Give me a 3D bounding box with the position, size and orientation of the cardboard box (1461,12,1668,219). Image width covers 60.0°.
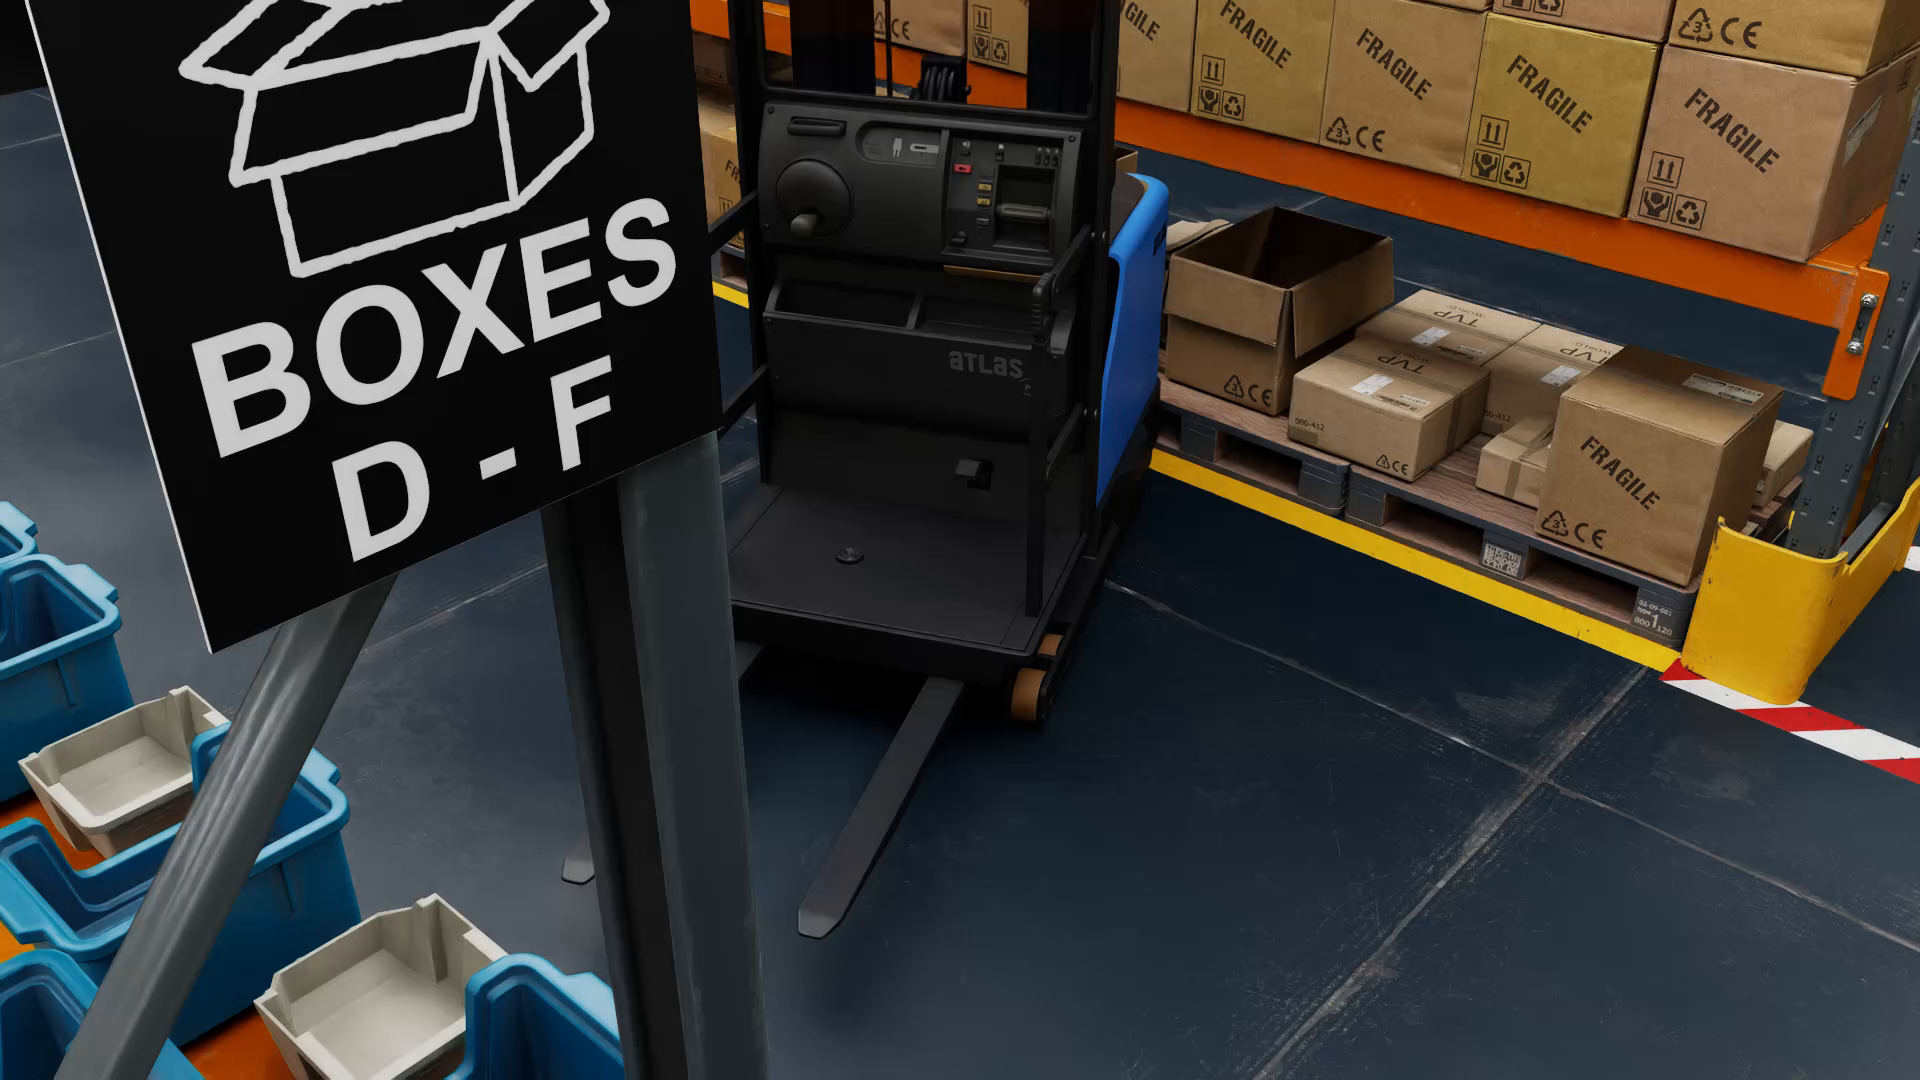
[{"bbox_3d":[1.865,-1.309,4.918,0.500,0.500,0.500,25,39,35],"label":"cardboard box"}]

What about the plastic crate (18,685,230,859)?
[{"bbox_3d":[-1.207,0.355,2.450,0.298,0.136,0.250,25,39,35],"label":"plastic crate"}]

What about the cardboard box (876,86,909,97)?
[{"bbox_3d":[-0.394,-1.799,7.827,0.500,0.500,0.500,23,38,33],"label":"cardboard box"}]

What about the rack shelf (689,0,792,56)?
[{"bbox_3d":[-1.681,-2.805,8.198,4.000,0.370,1.077,25,39,35],"label":"rack shelf"}]

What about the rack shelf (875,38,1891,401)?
[{"bbox_3d":[1.284,-1.421,5.899,4.000,0.370,1.077,25,39,35],"label":"rack shelf"}]

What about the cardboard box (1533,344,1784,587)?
[{"bbox_3d":[2.199,-0.248,5.251,0.500,0.500,0.500,25,39,35],"label":"cardboard box"}]

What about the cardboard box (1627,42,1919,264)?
[{"bbox_3d":[2.252,-1.130,4.622,0.500,0.500,0.500,26,40,36],"label":"cardboard box"}]

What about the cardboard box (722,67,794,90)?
[{"bbox_3d":[-0.797,-1.979,8.127,0.500,0.500,0.500,26,39,36],"label":"cardboard box"}]

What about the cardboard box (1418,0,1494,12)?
[{"bbox_3d":[1.490,-1.909,4.946,0.500,0.500,0.500,26,40,36],"label":"cardboard box"}]

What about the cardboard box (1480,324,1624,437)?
[{"bbox_3d":[2.184,-0.517,5.939,0.500,0.250,0.500,25,39,35],"label":"cardboard box"}]

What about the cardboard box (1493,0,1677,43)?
[{"bbox_3d":[1.877,-1.731,4.651,0.500,0.500,0.500,26,40,36],"label":"cardboard box"}]

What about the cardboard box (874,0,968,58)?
[{"bbox_3d":[-0.004,-2.183,6.371,0.500,0.500,0.500,26,40,36],"label":"cardboard box"}]

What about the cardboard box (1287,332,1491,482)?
[{"bbox_3d":[1.514,-0.481,5.881,0.500,0.250,0.500,25,39,35],"label":"cardboard box"}]

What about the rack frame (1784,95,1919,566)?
[{"bbox_3d":[2.767,-1.037,4.564,0.127,3.000,1.000,25,39,35],"label":"rack frame"}]

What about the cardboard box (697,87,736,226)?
[{"bbox_3d":[-1.118,-1.774,7.786,0.500,0.500,0.500,25,39,35],"label":"cardboard box"}]

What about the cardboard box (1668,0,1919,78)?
[{"bbox_3d":[2.253,-1.557,4.361,0.500,0.500,0.500,25,39,35],"label":"cardboard box"}]

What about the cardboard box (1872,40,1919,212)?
[{"bbox_3d":[2.615,-1.334,4.960,0.500,0.500,0.500,26,40,36],"label":"cardboard box"}]

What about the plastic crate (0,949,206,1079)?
[{"bbox_3d":[-0.933,0.771,1.469,0.499,0.435,0.616,25,39,35],"label":"plastic crate"}]

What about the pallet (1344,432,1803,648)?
[{"bbox_3d":[2.119,-0.144,5.784,1.213,0.211,1.003,25,39,35],"label":"pallet"}]

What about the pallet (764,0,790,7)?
[{"bbox_3d":[-0.718,-2.657,7.441,1.213,0.211,1.003,25,39,35],"label":"pallet"}]

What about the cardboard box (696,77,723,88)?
[{"bbox_3d":[-1.162,-2.155,8.419,0.500,0.500,0.500,26,39,36],"label":"cardboard box"}]

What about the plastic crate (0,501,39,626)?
[{"bbox_3d":[-1.720,0.131,2.728,0.300,0.233,0.416,25,39,35],"label":"plastic crate"}]

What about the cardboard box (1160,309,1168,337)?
[{"bbox_3d":[0.615,-0.872,6.611,0.250,0.166,0.380,25,39,35],"label":"cardboard box"}]

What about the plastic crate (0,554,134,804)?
[{"bbox_3d":[-1.498,0.235,2.555,0.300,0.233,0.416,25,39,35],"label":"plastic crate"}]

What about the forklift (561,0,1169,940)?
[{"bbox_3d":[-0.185,-0.949,4.484,1.130,2.935,3.031,9,32,15],"label":"forklift"}]

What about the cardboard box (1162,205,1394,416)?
[{"bbox_3d":[1.198,-0.892,6.317,0.637,0.503,0.797,25,39,35],"label":"cardboard box"}]

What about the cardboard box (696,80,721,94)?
[{"bbox_3d":[-1.489,-1.948,8.074,0.500,0.500,0.500,26,39,36],"label":"cardboard box"}]

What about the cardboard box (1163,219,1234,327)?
[{"bbox_3d":[0.970,-1.109,6.865,0.500,0.311,0.500,25,39,35],"label":"cardboard box"}]

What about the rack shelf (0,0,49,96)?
[{"bbox_3d":[-2.042,-0.813,1.981,4.000,0.370,1.077,25,39,35],"label":"rack shelf"}]

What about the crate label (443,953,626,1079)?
[{"bbox_3d":[-0.522,0.691,1.798,0.303,0.233,0.416,25,39,35],"label":"crate label"}]

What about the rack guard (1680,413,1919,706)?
[{"bbox_3d":[2.711,0.008,5.252,0.348,0.500,1.175,25,39,35],"label":"rack guard"}]

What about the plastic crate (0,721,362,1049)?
[{"bbox_3d":[-1.010,0.463,2.176,0.300,0.233,0.416,25,39,35],"label":"plastic crate"}]

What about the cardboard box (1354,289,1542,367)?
[{"bbox_3d":[1.813,-0.690,6.227,0.500,0.250,0.500,25,39,35],"label":"cardboard box"}]

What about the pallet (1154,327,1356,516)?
[{"bbox_3d":[1.219,-0.566,6.486,1.213,0.211,1.003,25,39,35],"label":"pallet"}]

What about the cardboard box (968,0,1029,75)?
[{"bbox_3d":[0.378,-2.007,6.079,0.500,0.500,0.500,26,40,36],"label":"cardboard box"}]

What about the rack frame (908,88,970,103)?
[{"bbox_3d":[-0.199,-2.421,6.863,0.127,3.000,1.000,25,39,35],"label":"rack frame"}]

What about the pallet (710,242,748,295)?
[{"bbox_3d":[-0.827,-1.493,8.026,1.213,0.211,1.003,25,39,35],"label":"pallet"}]

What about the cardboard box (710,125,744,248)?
[{"bbox_3d":[-0.757,-1.600,7.496,0.500,0.500,0.500,25,39,35],"label":"cardboard box"}]

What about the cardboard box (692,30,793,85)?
[{"bbox_3d":[-1.135,-2.466,8.209,0.500,0.250,0.500,25,39,35],"label":"cardboard box"}]

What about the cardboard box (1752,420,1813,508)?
[{"bbox_3d":[2.687,-0.280,5.644,0.250,0.149,0.380,25,39,35],"label":"cardboard box"}]

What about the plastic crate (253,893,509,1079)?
[{"bbox_3d":[-0.704,0.590,2.060,0.298,0.136,0.250,25,39,35],"label":"plastic crate"}]

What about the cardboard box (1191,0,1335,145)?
[{"bbox_3d":[1.126,-1.658,5.498,0.500,0.500,0.500,24,39,34],"label":"cardboard box"}]

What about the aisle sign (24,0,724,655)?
[{"bbox_3d":[-0.307,-0.346,0.896,0.004,0.787,0.394,25,39,35],"label":"aisle sign"}]

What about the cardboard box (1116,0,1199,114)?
[{"bbox_3d":[0.748,-1.833,5.790,0.500,0.500,0.500,25,39,35],"label":"cardboard box"}]

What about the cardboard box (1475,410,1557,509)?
[{"bbox_3d":[1.959,-0.280,5.627,0.250,0.166,0.380,25,39,35],"label":"cardboard box"}]

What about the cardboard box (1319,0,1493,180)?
[{"bbox_3d":[1.499,-1.483,5.209,0.500,0.500,0.500,25,39,35],"label":"cardboard box"}]

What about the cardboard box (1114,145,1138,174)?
[{"bbox_3d":[0.414,-1.450,7.247,0.500,0.500,0.500,25,39,35],"label":"cardboard box"}]
